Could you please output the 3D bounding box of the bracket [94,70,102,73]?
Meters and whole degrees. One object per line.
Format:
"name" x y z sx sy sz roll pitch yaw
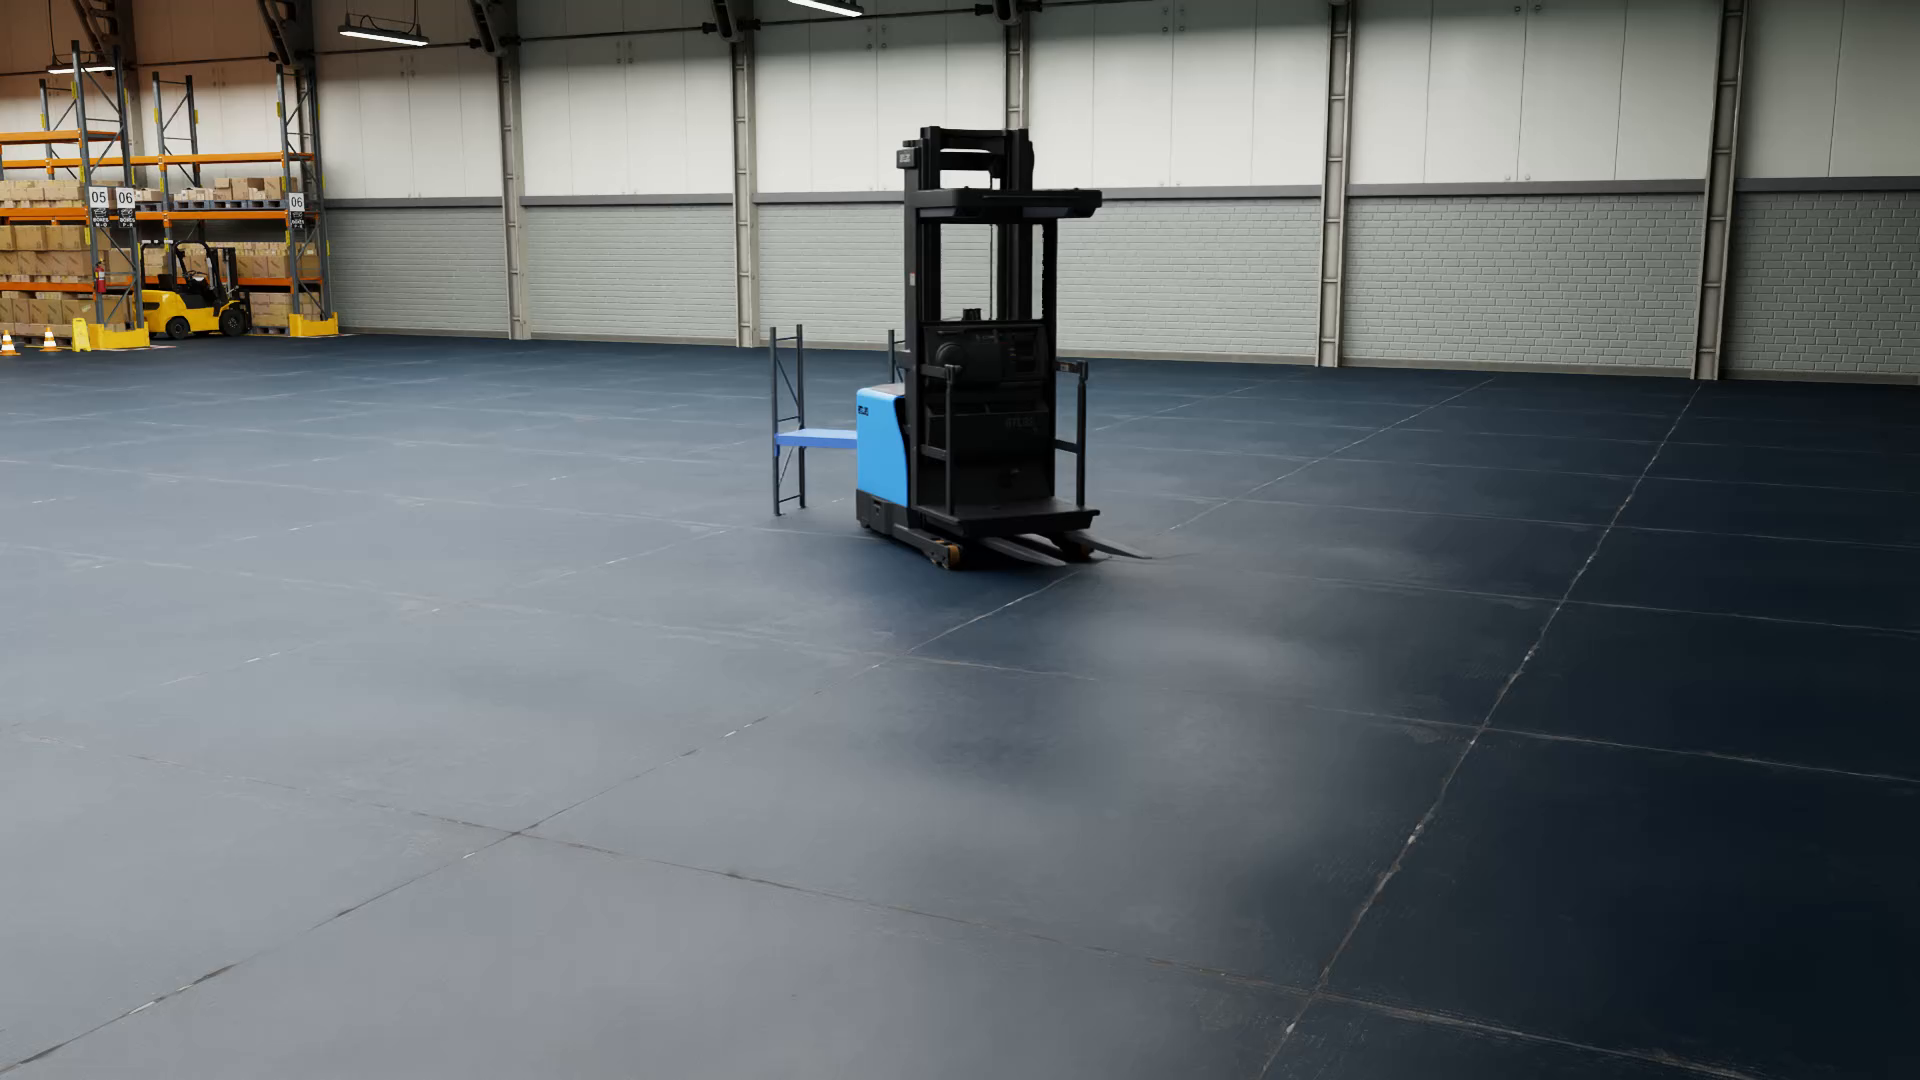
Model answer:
"bracket" -21.018 -11.567 40.764 0.430 0.232 0.235 5 11 26

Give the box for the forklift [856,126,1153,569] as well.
"forklift" 0.275 -1.335 11.374 1.130 2.935 3.031 -5 11 -24

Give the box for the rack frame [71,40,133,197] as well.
"rack frame" -17.076 -8.355 33.124 0.127 3.000 1.000 5 11 26

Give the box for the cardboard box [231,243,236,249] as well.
"cardboard box" -16.675 -6.825 38.580 0.250 0.149 0.380 5 11 27

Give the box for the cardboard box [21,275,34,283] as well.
"cardboard box" -19.141 -5.400 34.352 0.250 0.149 0.380 5 11 26

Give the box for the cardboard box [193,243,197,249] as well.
"cardboard box" -17.808 -6.928 39.151 0.250 0.149 0.380 5 11 25

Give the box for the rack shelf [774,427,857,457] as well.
"rack shelf" -0.914 -0.763 13.246 1.000 0.185 0.538 4 11 21

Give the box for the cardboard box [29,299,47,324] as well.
"cardboard box" -18.828 -4.728 34.368 0.500 0.500 0.500 5 11 24

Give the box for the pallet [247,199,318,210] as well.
"pallet" -15.505 -7.688 38.112 1.213 0.211 1.003 5 11 26

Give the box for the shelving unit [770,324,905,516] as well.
"shelving unit" -0.914 -0.940 13.214 1.048 1.500 0.538 4 11 21

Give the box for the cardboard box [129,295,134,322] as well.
"cardboard box" -19.635 -5.651 40.518 0.625 0.625 0.875 5 11 25

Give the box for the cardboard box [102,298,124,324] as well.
"cardboard box" -17.698 -4.735 34.404 0.500 0.500 0.500 5 11 24

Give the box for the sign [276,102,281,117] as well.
"sign" -15.136 -9.561 36.943 0.005 0.325 0.100 5 11 26

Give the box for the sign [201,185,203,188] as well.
"sign" -18.226 -8.369 39.952 0.005 0.325 0.100 5 11 26

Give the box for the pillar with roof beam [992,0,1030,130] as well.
"pillar with roof beam" -0.871 -7.241 26.969 0.548 9.000 9.100 5 11 26

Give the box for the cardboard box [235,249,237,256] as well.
"cardboard box" -16.663 -6.678 38.603 0.250 0.149 0.380 5 11 25

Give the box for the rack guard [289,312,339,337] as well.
"rack guard" -14.861 -4.964 38.253 0.348 0.500 1.175 5 11 26

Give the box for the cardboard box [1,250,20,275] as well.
"cardboard box" -19.487 -5.757 34.499 0.500 0.500 0.500 5 11 25

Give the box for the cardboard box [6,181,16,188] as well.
"cardboard box" -19.333 -7.292 34.141 0.250 0.149 0.380 5 11 25

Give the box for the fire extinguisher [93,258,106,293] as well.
"fire extinguisher" -17.177 -5.282 33.209 0.183 0.674 0.296 5 11 26

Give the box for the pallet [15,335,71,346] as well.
"pallet" -18.947 -4.202 34.857 1.213 0.211 1.003 5 11 26

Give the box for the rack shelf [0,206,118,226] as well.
"rack shelf" -18.869 -6.682 34.326 4.000 0.370 1.077 5 11 26

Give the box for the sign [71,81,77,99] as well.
"sign" -17.339 -8.805 32.546 0.005 0.325 0.100 5 11 26

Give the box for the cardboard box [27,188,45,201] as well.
"cardboard box" -18.572 -7.028 33.805 0.500 0.250 0.500 5 12 27

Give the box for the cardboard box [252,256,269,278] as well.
"cardboard box" -15.901 -6.284 38.248 0.500 0.500 0.500 5 12 28

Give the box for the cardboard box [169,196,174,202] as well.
"cardboard box" -19.144 -8.217 40.034 0.250 0.149 0.380 5 11 26

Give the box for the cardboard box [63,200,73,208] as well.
"cardboard box" -17.757 -6.753 33.402 0.250 0.149 0.380 5 11 26

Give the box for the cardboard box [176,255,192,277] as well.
"cardboard box" -18.187 -6.483 39.350 0.500 0.500 0.500 5 11 24

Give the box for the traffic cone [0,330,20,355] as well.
"traffic cone" -18.218 -3.778 31.806 0.334 0.463 0.336 5 11 26

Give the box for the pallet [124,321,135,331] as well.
"pallet" -20.246 -5.286 40.847 1.213 0.211 1.003 5 11 26

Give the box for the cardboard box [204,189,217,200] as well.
"cardboard box" -17.273 -8.011 38.566 0.258 0.266 0.396 5 11 24

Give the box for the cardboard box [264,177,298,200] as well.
"cardboard box" -15.387 -7.973 37.696 0.500 0.500 0.500 5 12 28

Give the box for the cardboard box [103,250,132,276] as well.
"cardboard box" -17.378 -5.680 34.074 0.500 0.500 0.500 5 11 25

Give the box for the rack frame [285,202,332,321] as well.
"rack frame" -14.883 -6.196 38.040 0.127 3.000 1.000 5 11 26

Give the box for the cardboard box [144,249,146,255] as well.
"cardboard box" -19.605 -6.915 39.915 0.250 0.149 0.380 5 11 24

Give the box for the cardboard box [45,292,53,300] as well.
"cardboard box" -18.492 -5.004 34.073 0.250 0.149 0.380 5 12 27

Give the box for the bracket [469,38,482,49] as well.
"bracket" -10.257 -10.621 35.539 0.430 0.232 0.235 5 11 26

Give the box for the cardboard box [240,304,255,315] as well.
"cardboard box" -16.375 -5.362 38.574 0.500 0.250 0.500 5 11 25

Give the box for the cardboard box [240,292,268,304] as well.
"cardboard box" -16.351 -5.605 38.512 0.500 0.250 0.500 5 11 27

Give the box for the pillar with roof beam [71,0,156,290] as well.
"pillar with roof beam" -22.394 -9.132 37.418 0.548 9.000 9.100 5 11 26

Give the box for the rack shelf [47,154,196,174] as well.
"rack shelf" -20.263 -9.070 40.218 4.000 0.370 1.077 5 11 26

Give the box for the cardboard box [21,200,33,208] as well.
"cardboard box" -18.916 -6.852 33.952 0.250 0.149 0.380 5 11 25

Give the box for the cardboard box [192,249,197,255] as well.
"cardboard box" -17.821 -6.776 39.144 0.250 0.149 0.380 5 11 26

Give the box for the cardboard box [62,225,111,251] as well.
"cardboard box" -17.630 -6.096 33.564 0.500 0.500 0.700 5 11 24

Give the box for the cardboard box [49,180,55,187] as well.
"cardboard box" -18.166 -7.199 33.627 0.250 0.149 0.380 5 11 26

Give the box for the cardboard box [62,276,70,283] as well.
"cardboard box" -18.002 -5.300 33.798 0.250 0.149 0.380 5 11 25

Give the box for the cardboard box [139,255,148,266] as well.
"cardboard box" -19.488 -6.720 39.957 0.500 0.250 0.500 5 11 24

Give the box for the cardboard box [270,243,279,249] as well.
"cardboard box" -15.532 -6.719 37.997 0.250 0.149 0.380 5 11 26

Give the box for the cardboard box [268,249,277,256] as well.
"cardboard box" -15.560 -6.562 37.963 0.250 0.149 0.380 5 12 27

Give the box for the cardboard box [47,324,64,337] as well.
"cardboard box" -18.381 -4.319 34.213 0.500 0.250 0.500 5 11 26

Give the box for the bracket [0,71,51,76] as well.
"bracket" -23.329 -11.770 41.886 4.783 0.066 0.076 5 11 26
